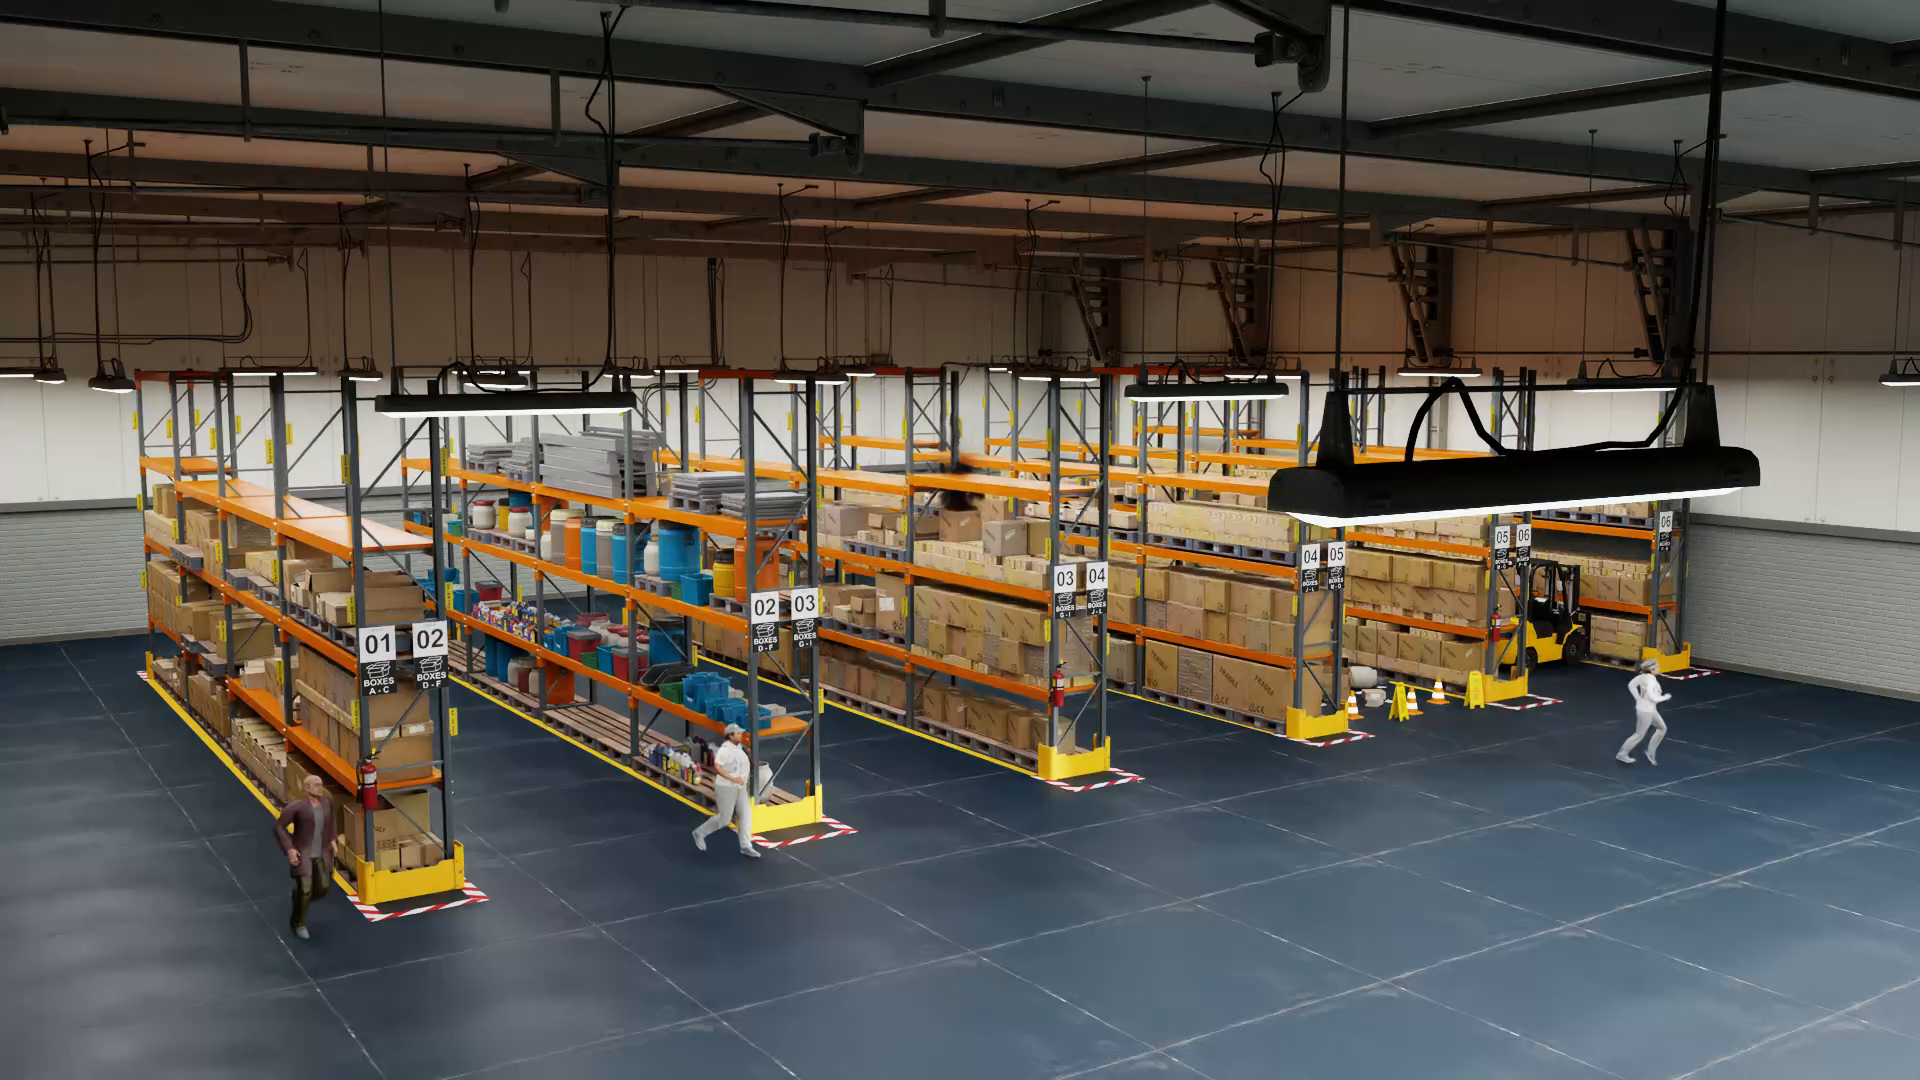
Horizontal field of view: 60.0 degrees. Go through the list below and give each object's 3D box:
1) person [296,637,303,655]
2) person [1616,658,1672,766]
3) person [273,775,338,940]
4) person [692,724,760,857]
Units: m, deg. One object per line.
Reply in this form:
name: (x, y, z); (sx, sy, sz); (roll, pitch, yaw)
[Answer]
person: (-12.778, 1.810, 32.388); (0.905, 1.758, 0.685); (6, 9, 41)
person: (10.451, 2.641, 25.399); (0.752, 1.714, 0.594); (2, 7, 16)
person: (-7.127, 3.441, 18.240); (0.544, 1.729, 0.758); (5, 8, 39)
person: (-2.880, 3.144, 21.075); (0.906, 1.631, 0.686); (2, 7, 21)
